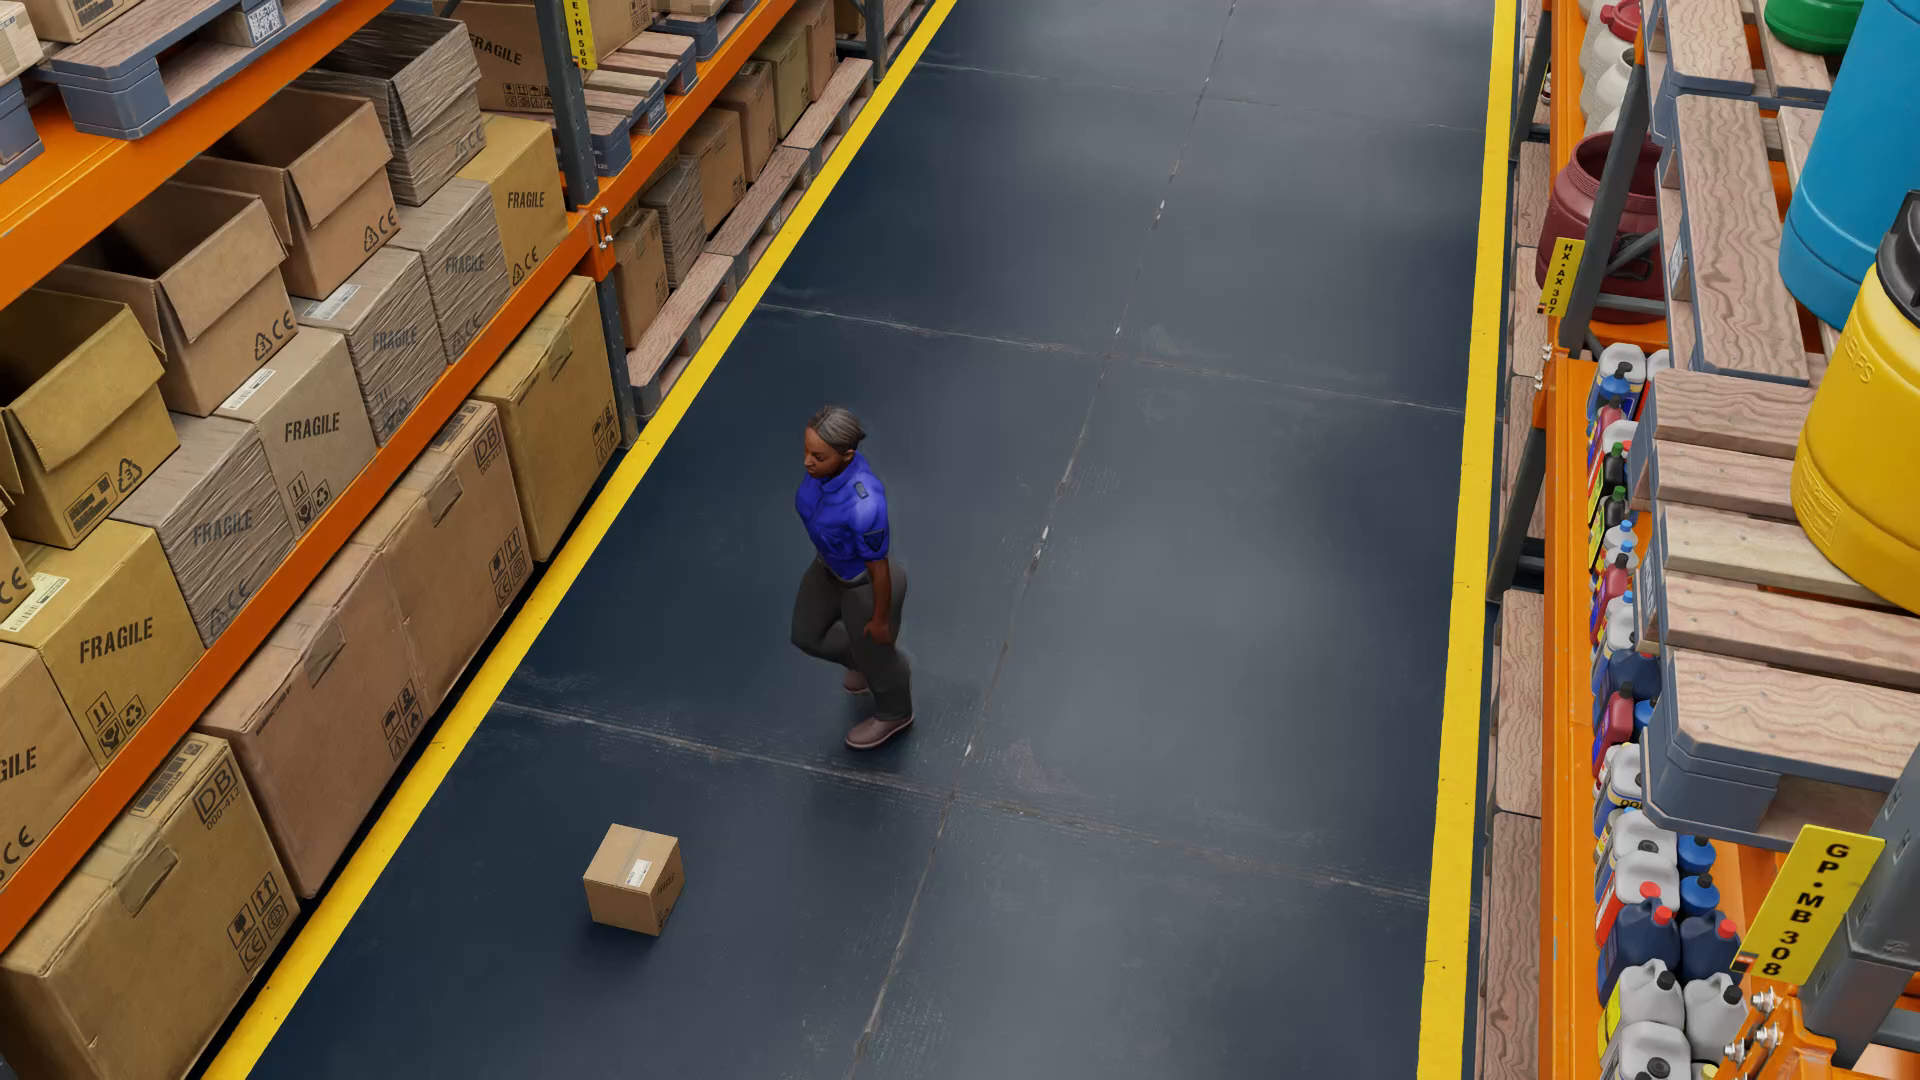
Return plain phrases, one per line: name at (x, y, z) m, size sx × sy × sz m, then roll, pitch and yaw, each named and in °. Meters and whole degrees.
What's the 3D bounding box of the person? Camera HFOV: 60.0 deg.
person at (-0.361, 0.141, 5.986) m, size 0.454 × 1.648 × 0.501 m, roll -21°, pitch 46°, yaw -23°
